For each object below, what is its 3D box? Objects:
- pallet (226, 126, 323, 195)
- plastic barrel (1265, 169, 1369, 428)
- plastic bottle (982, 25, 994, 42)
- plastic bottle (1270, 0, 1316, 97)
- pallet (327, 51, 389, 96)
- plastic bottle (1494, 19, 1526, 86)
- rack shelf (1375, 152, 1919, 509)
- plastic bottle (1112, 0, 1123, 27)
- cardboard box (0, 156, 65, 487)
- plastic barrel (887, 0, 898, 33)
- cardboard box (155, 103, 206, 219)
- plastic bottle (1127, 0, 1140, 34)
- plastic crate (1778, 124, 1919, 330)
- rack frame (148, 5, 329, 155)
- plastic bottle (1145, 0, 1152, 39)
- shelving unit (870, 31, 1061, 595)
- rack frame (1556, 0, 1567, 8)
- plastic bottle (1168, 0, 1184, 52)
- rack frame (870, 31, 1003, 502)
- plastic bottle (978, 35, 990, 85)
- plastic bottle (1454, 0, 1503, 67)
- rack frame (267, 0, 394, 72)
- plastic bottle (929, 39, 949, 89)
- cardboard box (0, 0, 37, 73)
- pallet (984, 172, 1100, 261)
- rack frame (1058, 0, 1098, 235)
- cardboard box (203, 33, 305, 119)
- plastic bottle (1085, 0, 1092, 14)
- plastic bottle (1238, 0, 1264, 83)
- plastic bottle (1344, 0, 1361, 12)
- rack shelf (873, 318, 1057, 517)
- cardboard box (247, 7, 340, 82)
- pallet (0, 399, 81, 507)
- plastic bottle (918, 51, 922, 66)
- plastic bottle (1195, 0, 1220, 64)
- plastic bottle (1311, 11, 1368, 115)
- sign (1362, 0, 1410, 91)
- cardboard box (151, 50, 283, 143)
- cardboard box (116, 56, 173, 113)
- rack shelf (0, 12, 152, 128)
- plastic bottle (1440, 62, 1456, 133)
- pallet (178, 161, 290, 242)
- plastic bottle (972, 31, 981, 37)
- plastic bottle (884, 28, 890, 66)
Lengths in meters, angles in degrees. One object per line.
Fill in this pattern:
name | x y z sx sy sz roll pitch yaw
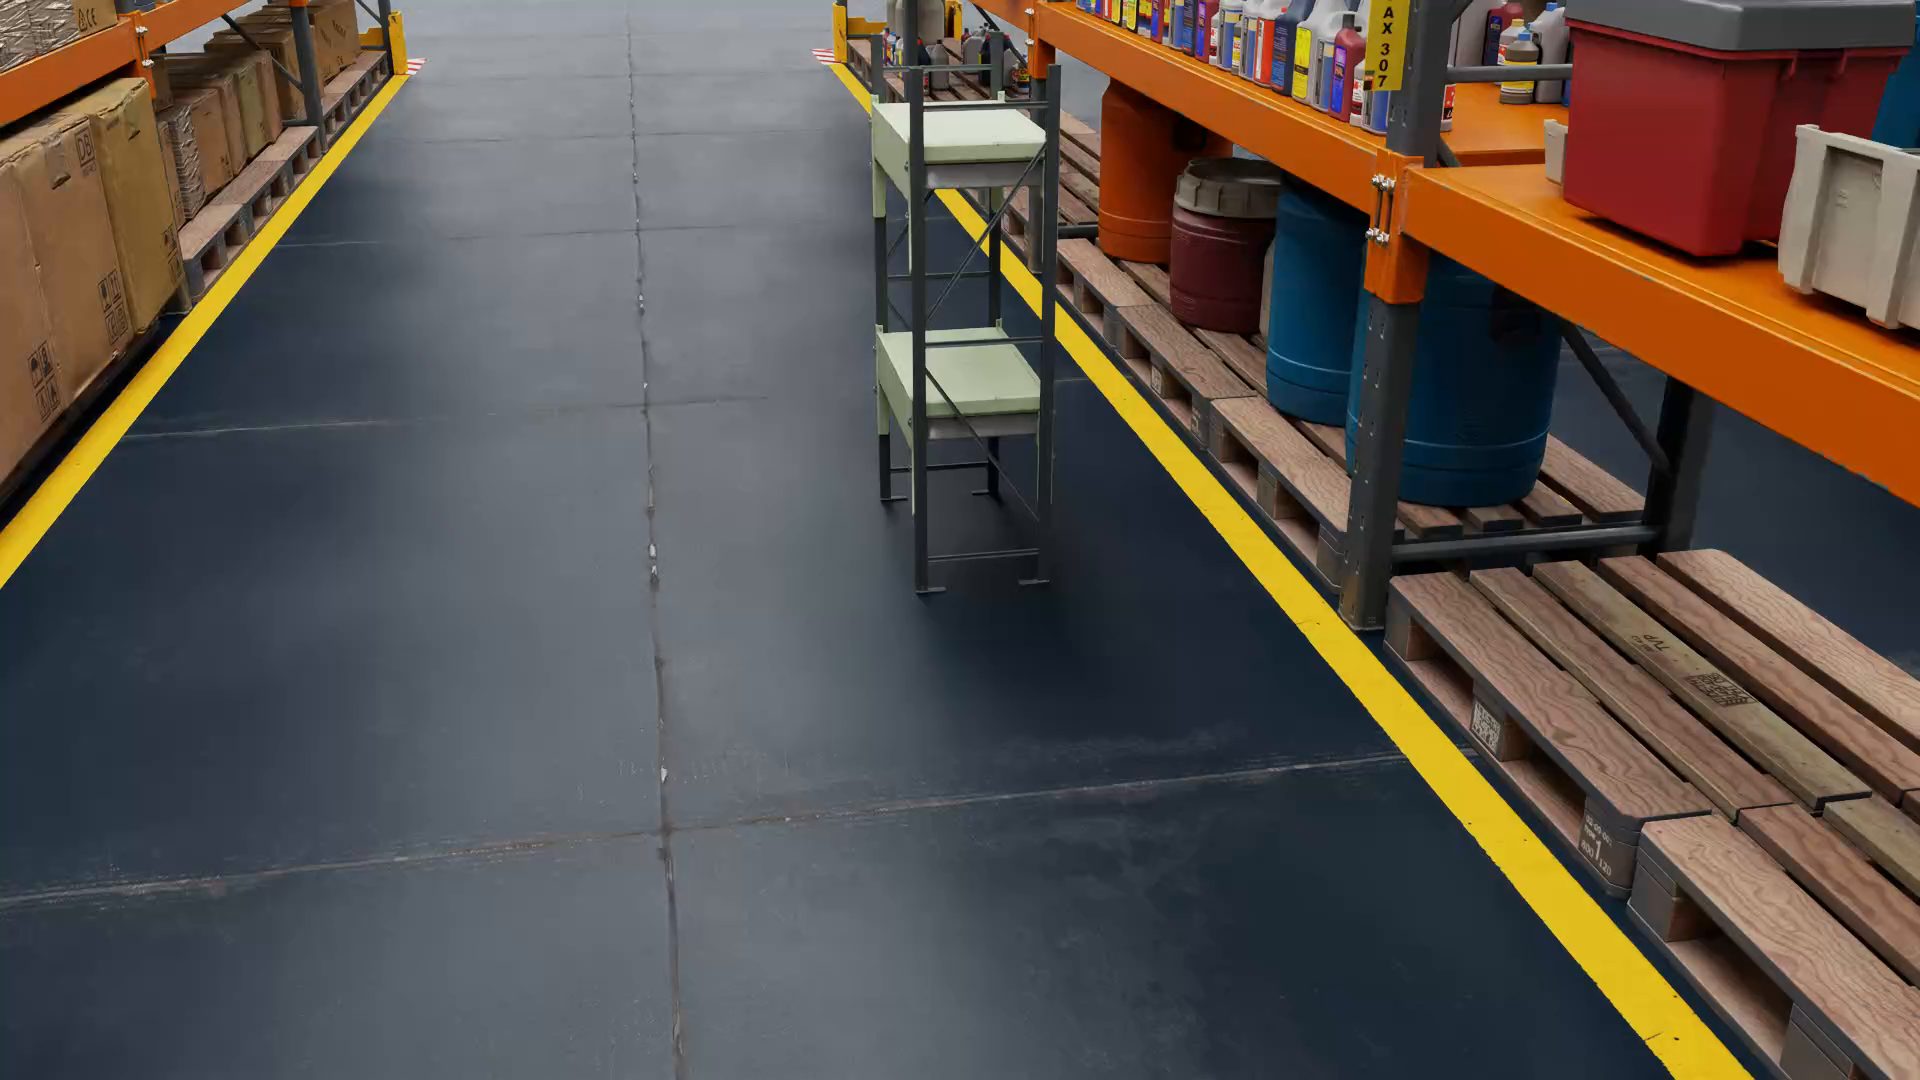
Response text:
pallet | -4.620 -2.367 10.407 1.003 0.211 1.213 -4 24 -10
plastic barrel | 1.366 -0.896 5.651 0.600 0.901 0.708 -4 24 -10
plastic bottle | 0.247 -3.895 13.181 0.144 0.351 0.185 -4 24 -10
plastic bottle | 1.055 -1.559 5.133 0.144 0.351 0.185 -4 24 -10
pallet | -5.376 -3.895 13.904 1.003 0.211 1.213 -4 24 -10
plastic bottle | 1.772 -1.559 5.319 0.097 0.201 0.097 0 24 0
rack shelf | 1.951 -0.055 2.527 1.077 0.370 4.000 -4 24 -10
plastic bottle | 0.669 -2.259 6.820 0.061 0.283 0.133 -4 24 -10
cardboard box | -3.591 -0.625 5.064 1.225 0.875 0.875 -5 24 -12
plastic barrel | -0.441 -4.690 14.825 0.421 0.512 0.421 0 24 0
cardboard box | -4.285 -1.913 8.457 0.700 0.500 0.500 -6 24 -14
plastic bottle | 0.712 -2.168 6.612 0.061 0.283 0.133 -4 24 -10
plastic crate | 1.682 -0.530 2.789 0.437 0.282 0.530 -4 24 -10
rack frame | -4.766 -3.951 10.550 1.000 3.000 0.127 -4 24 -10
plastic bottle | 0.769 -2.080 6.426 0.097 0.271 0.097 0 24 0
shelving unit | -0.001 -0.690 4.956 0.431 1.500 0.755 -4 24 -10
rack frame | 4.970 -4.683 12.225 1.000 3.000 0.127 -4 24 -10
plastic bottle | 0.860 -1.948 6.118 0.152 0.276 0.135 -4 24 -10
rack frame | -0.069 -0.834 5.285 0.400 1.500 0.023 -4 24 -10
plastic bottle | 0.219 -3.643 12.604 0.144 0.351 0.185 -4 24 -10
plastic bottle | 1.699 -1.689 5.524 0.152 0.276 0.135 -4 24 -10
rack frame | -5.506 -5.525 14.152 1.000 3.000 0.127 -4 24 -10
plastic bottle | -0.159 -3.548 12.387 0.144 0.351 0.185 -4 24 -10
cardboard box | -3.506 -1.848 5.608 0.500 0.500 0.500 -5 24 -11
pallet | 0.736 -1.774 9.049 1.003 0.211 1.213 -4 24 -10
rack frame | 0.838 -2.744 7.786 0.949 2.616 0.053 -4 24 -10
cardboard box | -7.571 -4.042 11.931 5.628 1.640 3.313 -4 24 -10
plastic bottle | 0.598 -2.444 7.259 0.097 0.271 0.097 0 24 0
plastic bottle | 1.005 -1.641 5.413 0.152 0.276 0.135 -4 24 -10
plastic bottle | 1.197 -1.569 5.157 0.144 0.351 0.185 -4 24 -10
rack shelf | -0.001 -0.391 5.086 0.431 0.370 0.720 -4 24 -10
cardboard box | -5.165 -3.845 12.903 0.500 0.500 0.500 -2 24 -5
pallet | -3.732 -0.306 5.686 1.003 0.211 1.213 -4 24 -10
plastic bottle | -0.311 -3.440 12.222 0.061 0.283 0.133 -3 24 -7
plastic bottle | 0.874 -1.823 5.821 0.061 0.283 0.133 -4 24 -10
plastic bottle | 1.123 -1.389 4.838 0.152 0.276 0.135 -4 24 -10
sign | 1.040 -1.258 4.037 0.100 0.325 0.005 -4 24 -10
cardboard box | -4.673 -2.764 10.405 0.700 0.500 0.500 -6 24 -14
cardboard box | -4.288 -2.247 8.284 0.500 0.250 0.500 -2 24 -4
rack shelf | -3.656 -1.262 5.290 1.077 0.370 4.000 -4 24 -10
plastic bottle | 1.310 -1.228 4.562 0.097 0.201 0.097 0 24 0
pallet | -4.391 -1.887 9.306 1.003 0.211 1.213 -4 24 -10
plastic bottle | 0.178 -3.999 13.512 0.152 0.276 0.135 -5 24 -11
plastic bottle | -0.585 -4.022 13.554 0.061 0.283 0.133 -4 24 -9
